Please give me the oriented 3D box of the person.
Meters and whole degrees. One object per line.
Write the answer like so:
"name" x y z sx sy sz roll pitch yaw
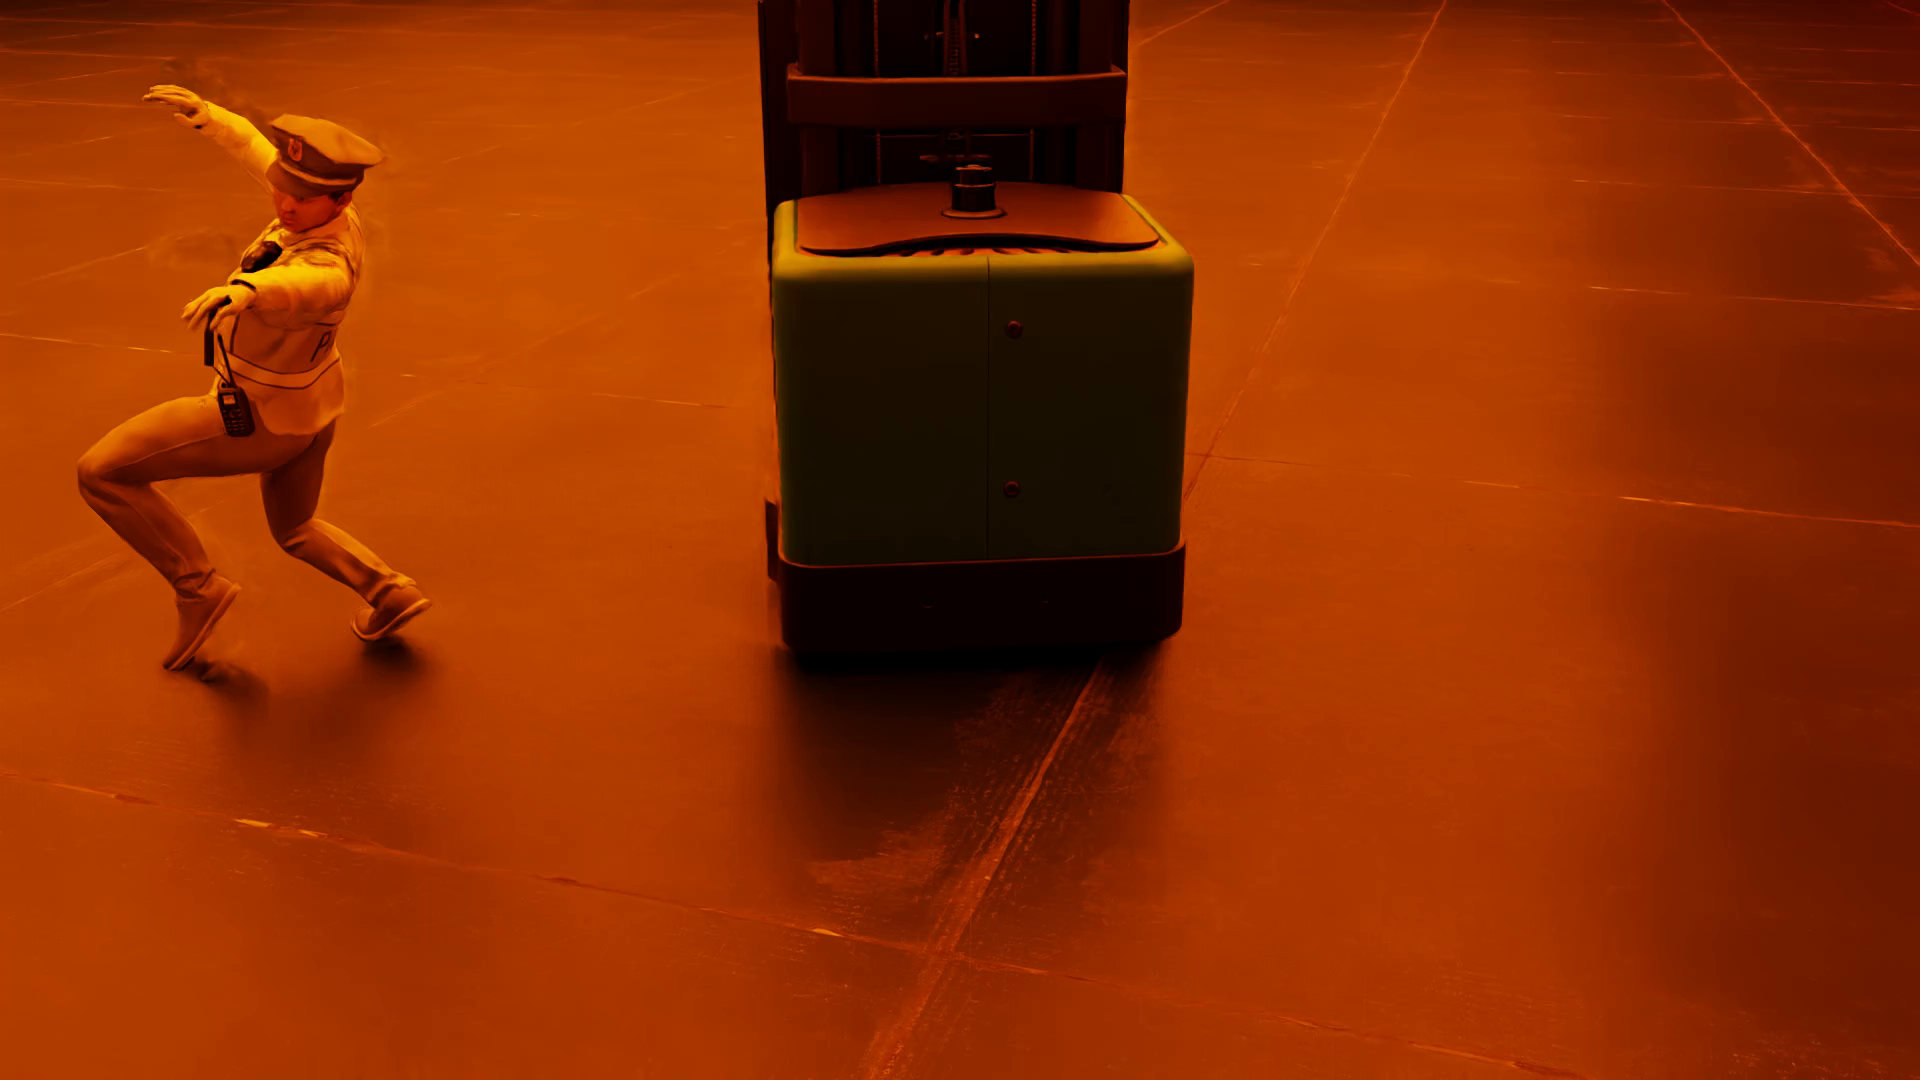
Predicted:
"person" -1.792 -0.292 3.939 0.829 1.494 1.002 1 22 3

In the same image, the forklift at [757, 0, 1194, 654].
"forklift" -0.072 -1.588 5.127 1.130 2.935 3.031 -2 23 -5
